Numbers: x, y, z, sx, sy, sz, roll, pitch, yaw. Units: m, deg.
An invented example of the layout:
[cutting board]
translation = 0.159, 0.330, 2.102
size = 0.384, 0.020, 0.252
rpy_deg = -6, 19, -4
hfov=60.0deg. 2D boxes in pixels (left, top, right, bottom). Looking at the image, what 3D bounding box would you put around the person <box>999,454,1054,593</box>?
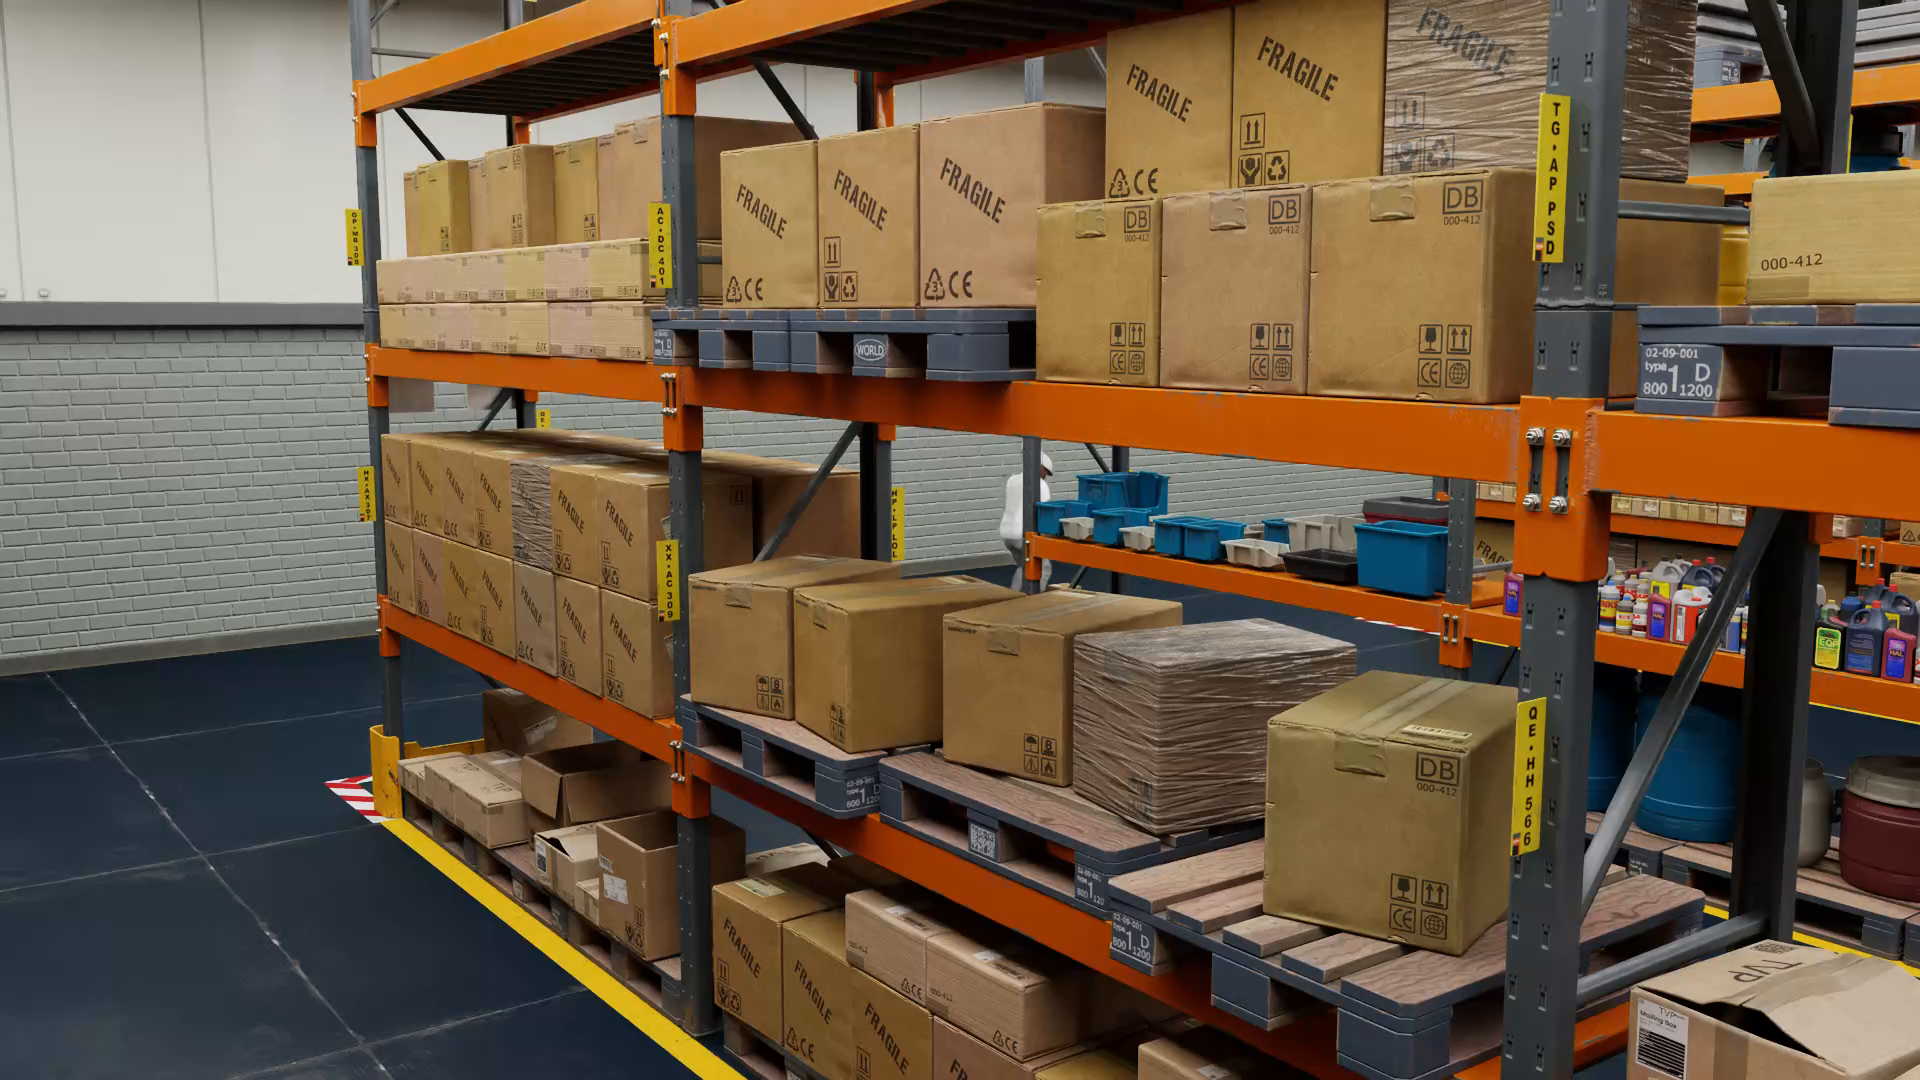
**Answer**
[person]
translation = 0.681, -0.052, 16.679
size = 0.599, 1.614, 0.616
rpy_deg = -5, 9, -35
